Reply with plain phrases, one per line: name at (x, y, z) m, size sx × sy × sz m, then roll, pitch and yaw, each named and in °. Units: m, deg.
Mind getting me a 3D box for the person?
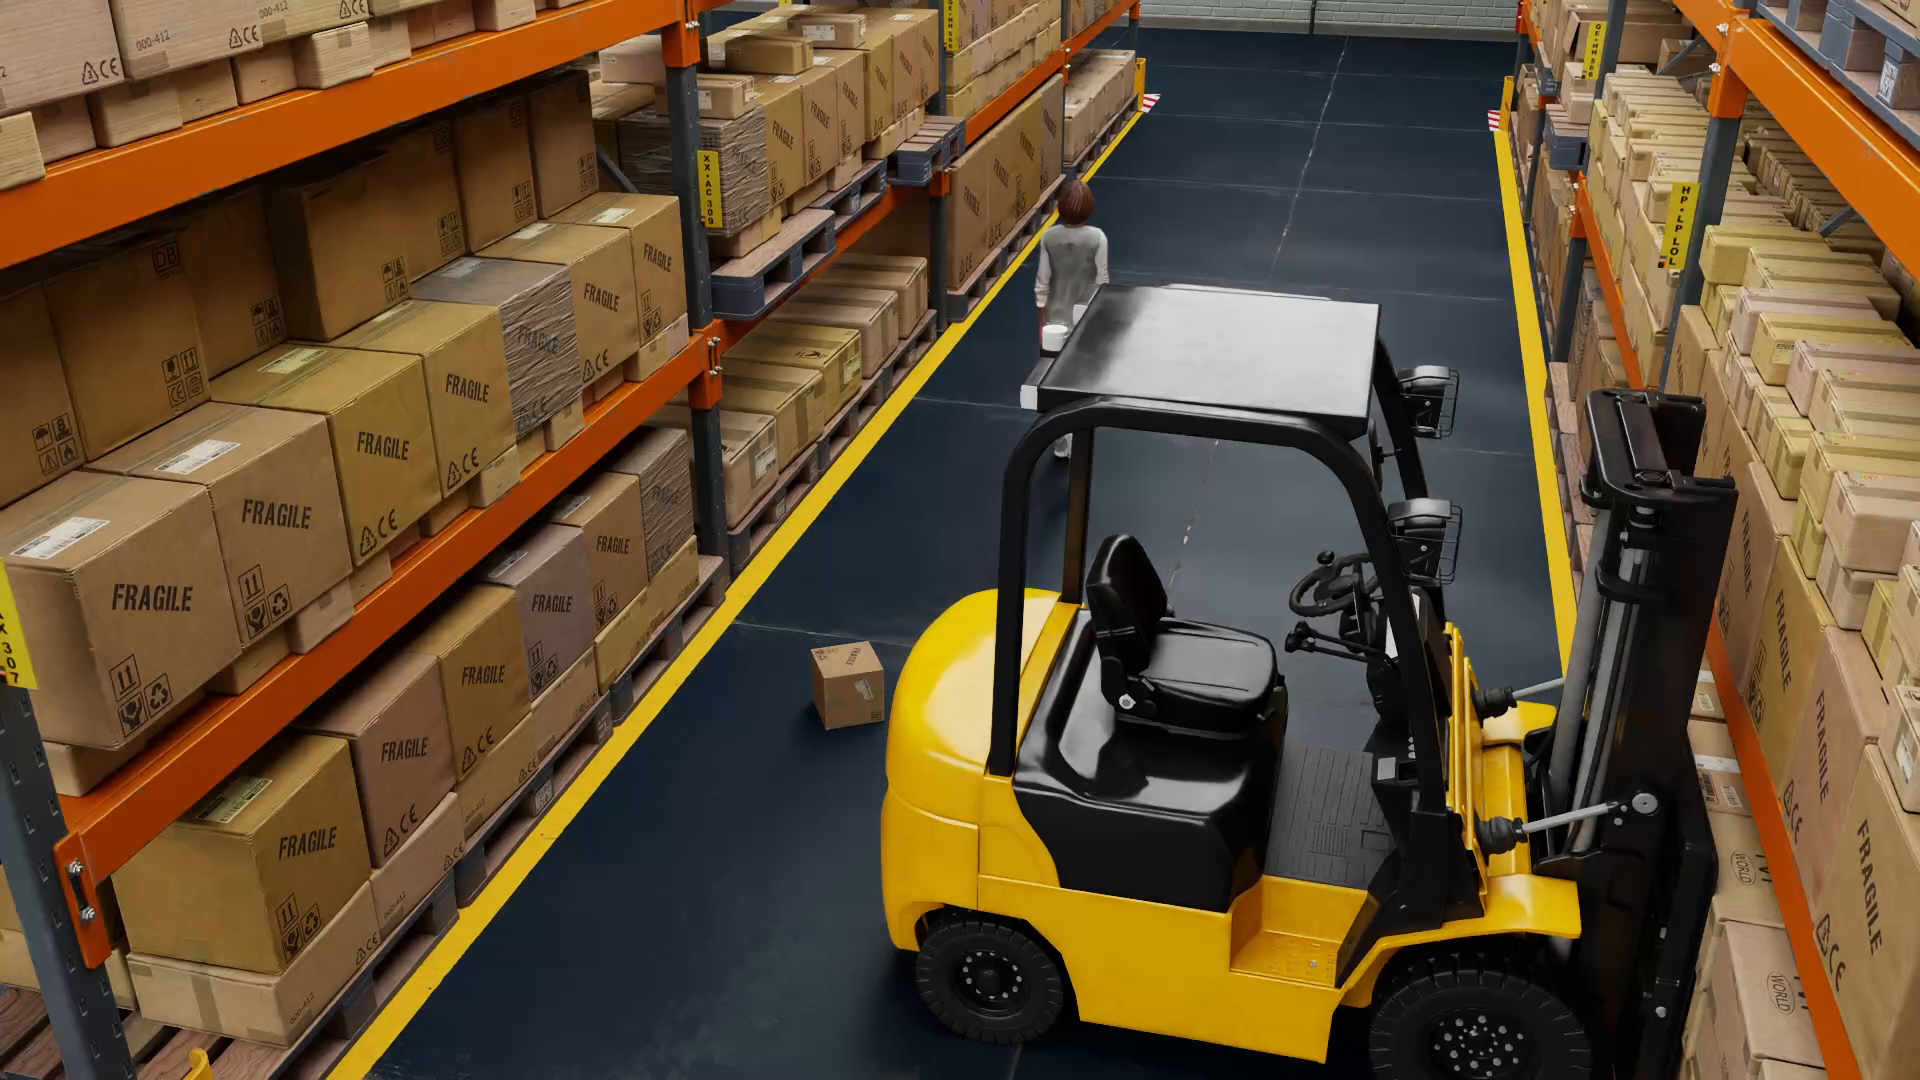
person at (0.608, -1.159, 8.987) m, size 0.421 × 1.586 × 0.539 m, roll 8°, pitch 27°, yaw 16°
